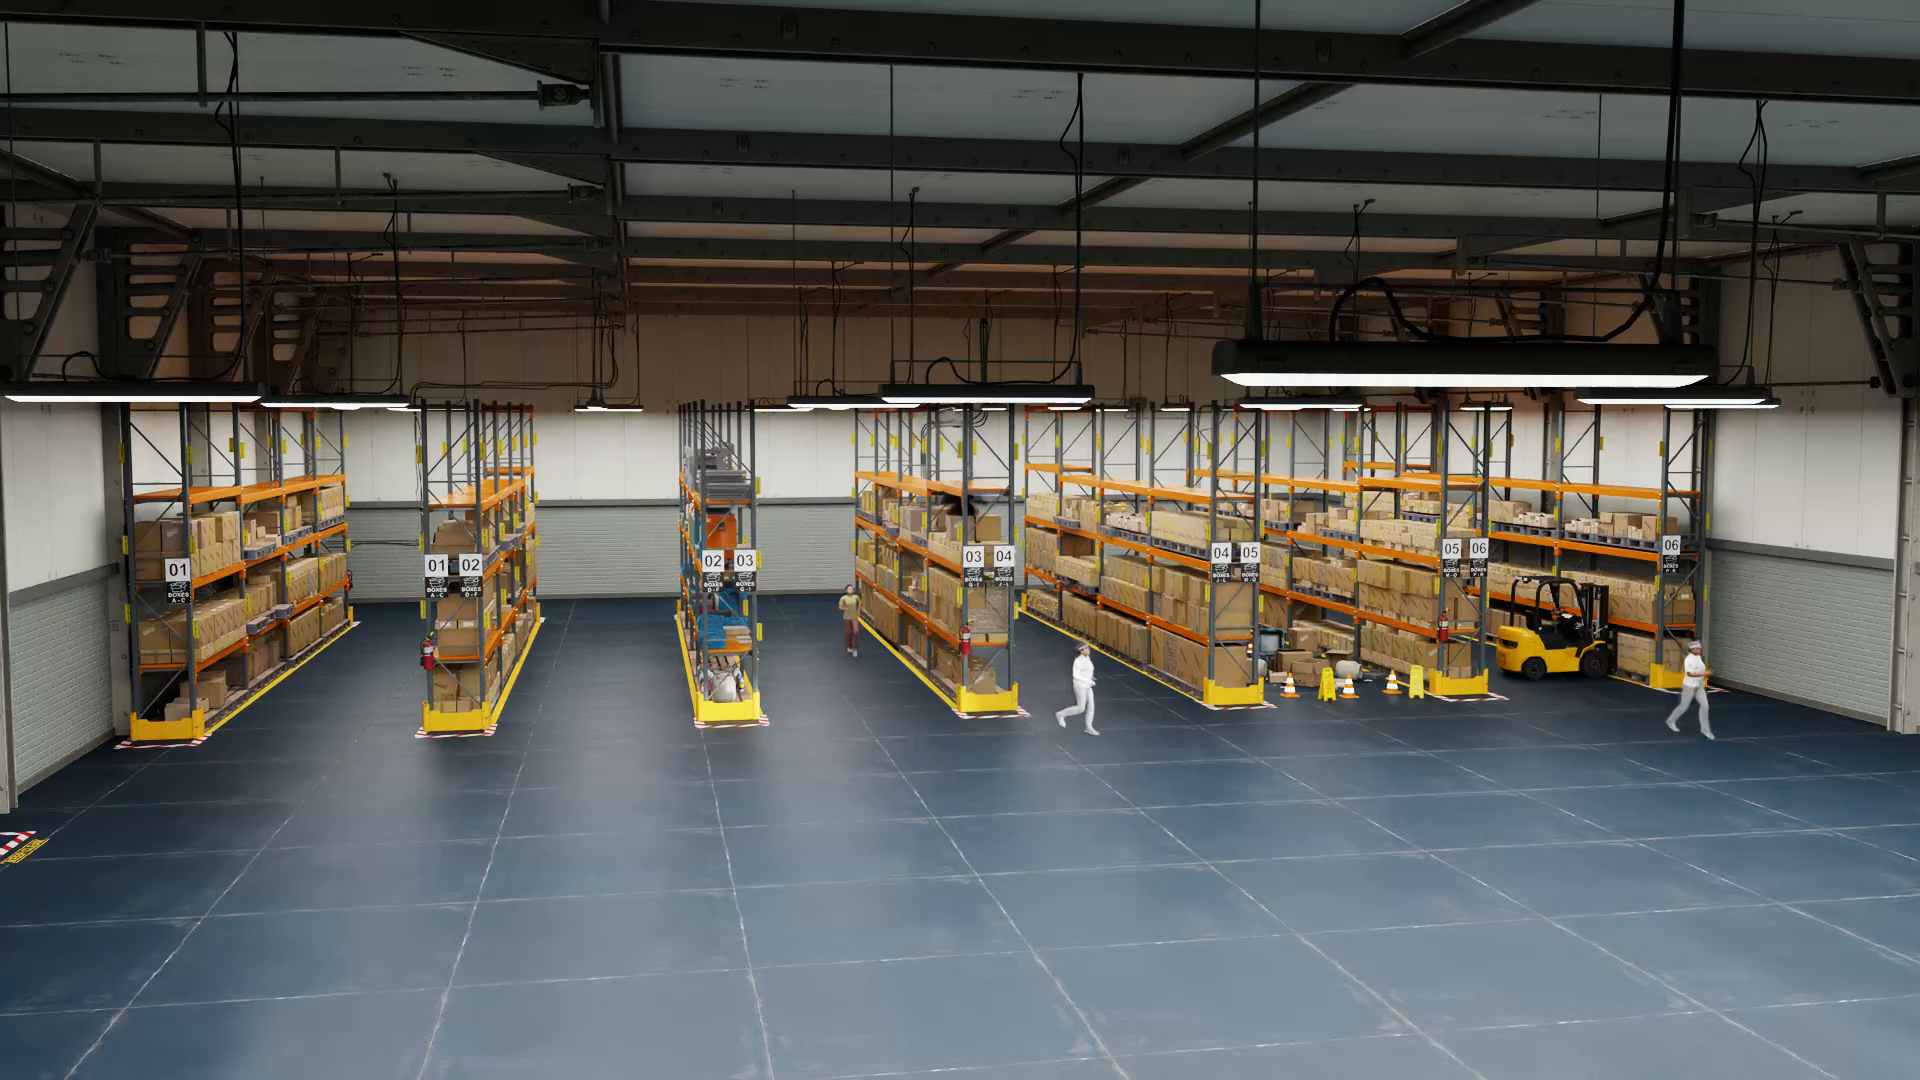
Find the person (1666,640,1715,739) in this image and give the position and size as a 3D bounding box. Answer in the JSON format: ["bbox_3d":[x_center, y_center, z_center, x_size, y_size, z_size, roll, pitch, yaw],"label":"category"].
[{"bbox_3d":[13.044,2.638,29.599,0.559,1.742,0.828,-3,5,-34],"label":"person"}]

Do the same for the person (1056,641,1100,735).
[{"bbox_3d":[2.188,2.647,29.884,0.722,1.692,0.624,2,5,27],"label":"person"}]

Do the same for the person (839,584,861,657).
[{"bbox_3d":[-2.611,1.909,39.581,0.559,1.725,0.738,-1,4,-8],"label":"person"}]

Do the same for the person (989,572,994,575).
[{"bbox_3d":[0.840,1.182,48.702,0.714,1.728,0.889,3,5,30],"label":"person"}]
